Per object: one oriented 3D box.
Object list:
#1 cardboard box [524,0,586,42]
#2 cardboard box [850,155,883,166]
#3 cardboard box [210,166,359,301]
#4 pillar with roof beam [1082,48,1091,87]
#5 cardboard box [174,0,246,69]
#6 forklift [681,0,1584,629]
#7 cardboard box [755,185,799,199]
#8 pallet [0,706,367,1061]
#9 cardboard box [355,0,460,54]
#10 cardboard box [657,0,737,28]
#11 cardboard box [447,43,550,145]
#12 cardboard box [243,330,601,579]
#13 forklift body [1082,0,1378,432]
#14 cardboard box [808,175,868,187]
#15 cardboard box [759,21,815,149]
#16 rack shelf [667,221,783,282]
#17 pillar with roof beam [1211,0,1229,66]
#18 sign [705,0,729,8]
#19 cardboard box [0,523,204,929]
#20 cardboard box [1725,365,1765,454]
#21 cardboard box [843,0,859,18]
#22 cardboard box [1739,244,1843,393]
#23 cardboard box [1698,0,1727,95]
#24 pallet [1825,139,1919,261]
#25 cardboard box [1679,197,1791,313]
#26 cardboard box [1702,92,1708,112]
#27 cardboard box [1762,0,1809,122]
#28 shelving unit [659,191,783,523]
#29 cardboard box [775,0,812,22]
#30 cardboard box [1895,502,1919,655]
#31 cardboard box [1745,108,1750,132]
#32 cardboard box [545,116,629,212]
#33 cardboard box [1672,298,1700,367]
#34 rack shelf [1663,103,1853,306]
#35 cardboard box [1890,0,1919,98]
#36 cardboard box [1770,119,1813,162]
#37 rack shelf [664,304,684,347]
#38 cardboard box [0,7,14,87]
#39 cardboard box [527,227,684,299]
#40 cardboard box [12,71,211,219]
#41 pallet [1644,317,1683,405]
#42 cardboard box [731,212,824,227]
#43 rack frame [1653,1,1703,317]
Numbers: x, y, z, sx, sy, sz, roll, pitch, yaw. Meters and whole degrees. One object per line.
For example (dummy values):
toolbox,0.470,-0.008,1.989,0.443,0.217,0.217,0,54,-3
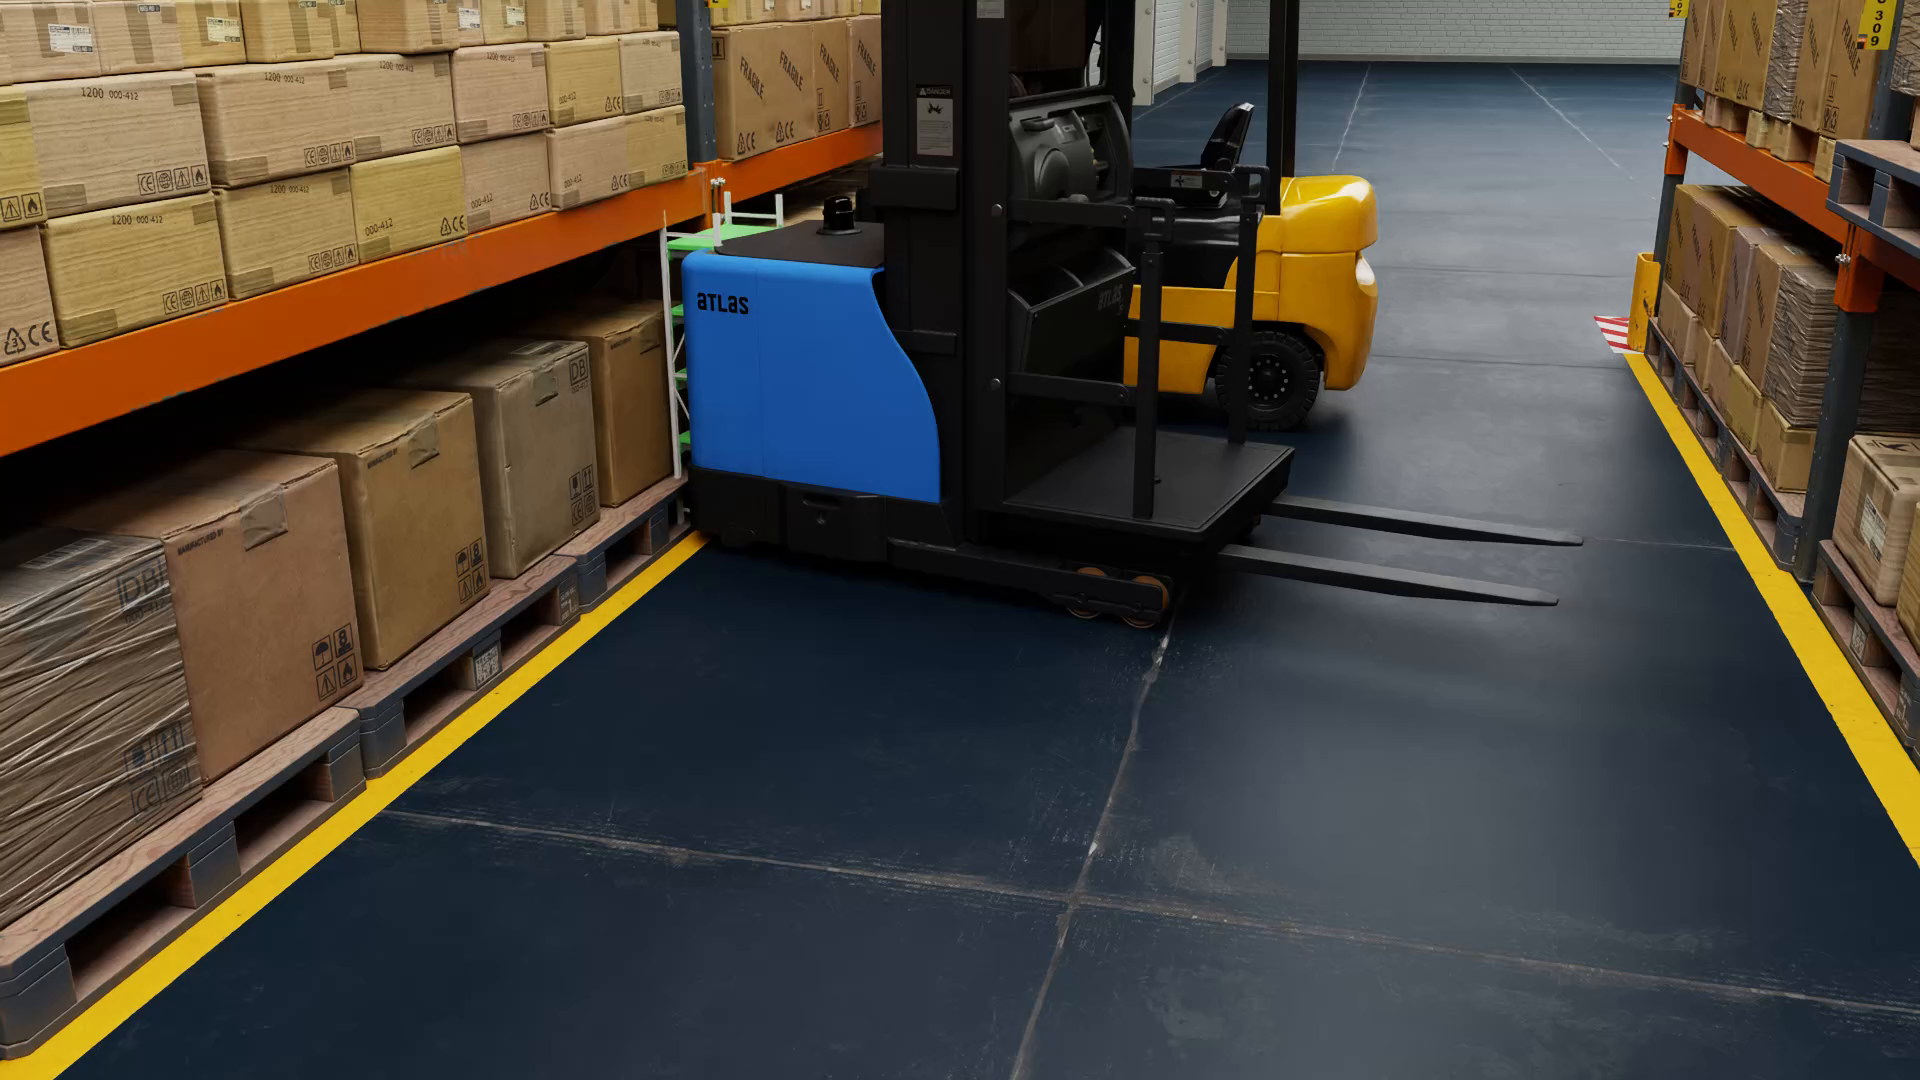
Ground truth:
cardboard box,-1.382,-1.615,5.117,0.380,0.149,0.250,4,19,12
cardboard box,-0.746,-2.122,9.817,0.500,0.250,0.500,4,19,13
cardboard box,-1.807,-0.748,3.968,0.500,0.250,0.500,4,19,12
pillar with roof beam,5.618,-9.000,18.615,9.100,9.000,0.400,5,19,13
cardboard box,-1.850,-1.141,3.729,0.380,0.149,0.250,5,19,14
forklift,0.561,-1.298,5.452,3.031,2.935,1.130,9,21,25
cardboard box,-1.129,-1.649,8.433,0.500,0.250,0.500,4,19,12
pallet,-2.160,0.685,3.855,1.003,0.211,1.213,5,19,13
cardboard box,-1.563,-1.371,4.402,0.380,0.149,0.250,4,19,12
cardboard box,-1.089,-2.067,6.439,0.380,0.149,0.250,4,19,13
cardboard box,-1.543,-1.303,4.821,0.500,0.250,0.500,5,19,14
cardboard box,-1.736,-0.301,5.453,0.875,0.625,0.625,4,19,13
forklift body,0.861,-1.747,7.975,2.313,2.155,1.214,5,19,13
cardboard box,-0.487,-1.769,8.784,0.500,0.250,0.500,5,19,14
cardboard box,-0.949,-1.964,7.141,0.500,0.500,0.500,5,19,14
rack shelf,-0.869,-1.060,6.131,0.258,0.148,0.480,7,21,19
pillar with roof beam,10.016,-14.642,35.133,9.100,9.000,0.400,5,19,13
sign,-0.893,-2.104,6.038,0.100,0.325,0.005,5,19,13
cardboard box,-2.234,0.351,3.543,0.875,0.625,0.625,5,20,15
cardboard box,3.396,-0.514,6.657,0.500,0.250,0.500,4,19,12
cardboard box,-0.692,-2.550,7.854,0.380,0.149,0.250,4,19,12
cardboard box,3.399,-0.861,6.512,0.500,0.500,0.500,5,19,14
cardboard box,3.861,-2.395,7.944,0.500,0.500,0.500,5,20,15
pallet,3.064,-0.924,4.548,1.003,0.211,1.213,5,19,13
cardboard box,3.776,-1.346,7.931,0.500,0.500,0.500,4,19,11
cardboard box,4.086,-2.287,8.632,0.380,0.149,0.250,5,19,14
cardboard box,3.501,-1.914,6.537,0.500,0.500,0.500,5,20,15
shelving unit,-0.867,-0.668,6.272,0.258,1.200,0.503,7,21,19
cardboard box,-0.858,-2.303,7.132,0.380,0.149,0.250,5,20,15
cardboard box,3.094,0.193,4.399,0.950,0.372,0.625,6,20,17
cardboard box,3.751,-1.883,7.448,0.380,0.149,0.250,5,20,15
cardboard box,-1.409,-1.226,5.367,0.500,0.250,0.500,5,19,13
cardboard box,3.772,-1.003,8.089,0.500,0.250,0.500,5,20,15
rack shelf,3.881,-1.529,7.136,1.077,0.370,4.000,5,19,13
cardboard box,3.000,-1.505,4.688,0.500,0.500,0.500,5,20,15
cardboard box,3.420,-1.567,6.524,0.380,0.149,0.250,4,19,13
rack shelf,-0.868,-0.834,6.212,0.258,0.148,0.480,7,21,19
cardboard box,-1.972,-0.894,3.007,0.380,0.149,0.250,5,20,15
cardboard box,-1.489,-1.173,7.040,0.500,0.250,0.500,5,20,14
cardboard box,-1.930,-0.822,3.411,0.500,0.250,0.500,5,20,15
pallet,4.118,-0.901,8.499,1.003,0.211,1.213,5,19,13
cardboard box,-0.865,-1.290,7.382,0.500,0.250,0.500,5,19,13
rack frame,4.370,-2.496,8.855,1.000,3.000,0.127,5,19,13
